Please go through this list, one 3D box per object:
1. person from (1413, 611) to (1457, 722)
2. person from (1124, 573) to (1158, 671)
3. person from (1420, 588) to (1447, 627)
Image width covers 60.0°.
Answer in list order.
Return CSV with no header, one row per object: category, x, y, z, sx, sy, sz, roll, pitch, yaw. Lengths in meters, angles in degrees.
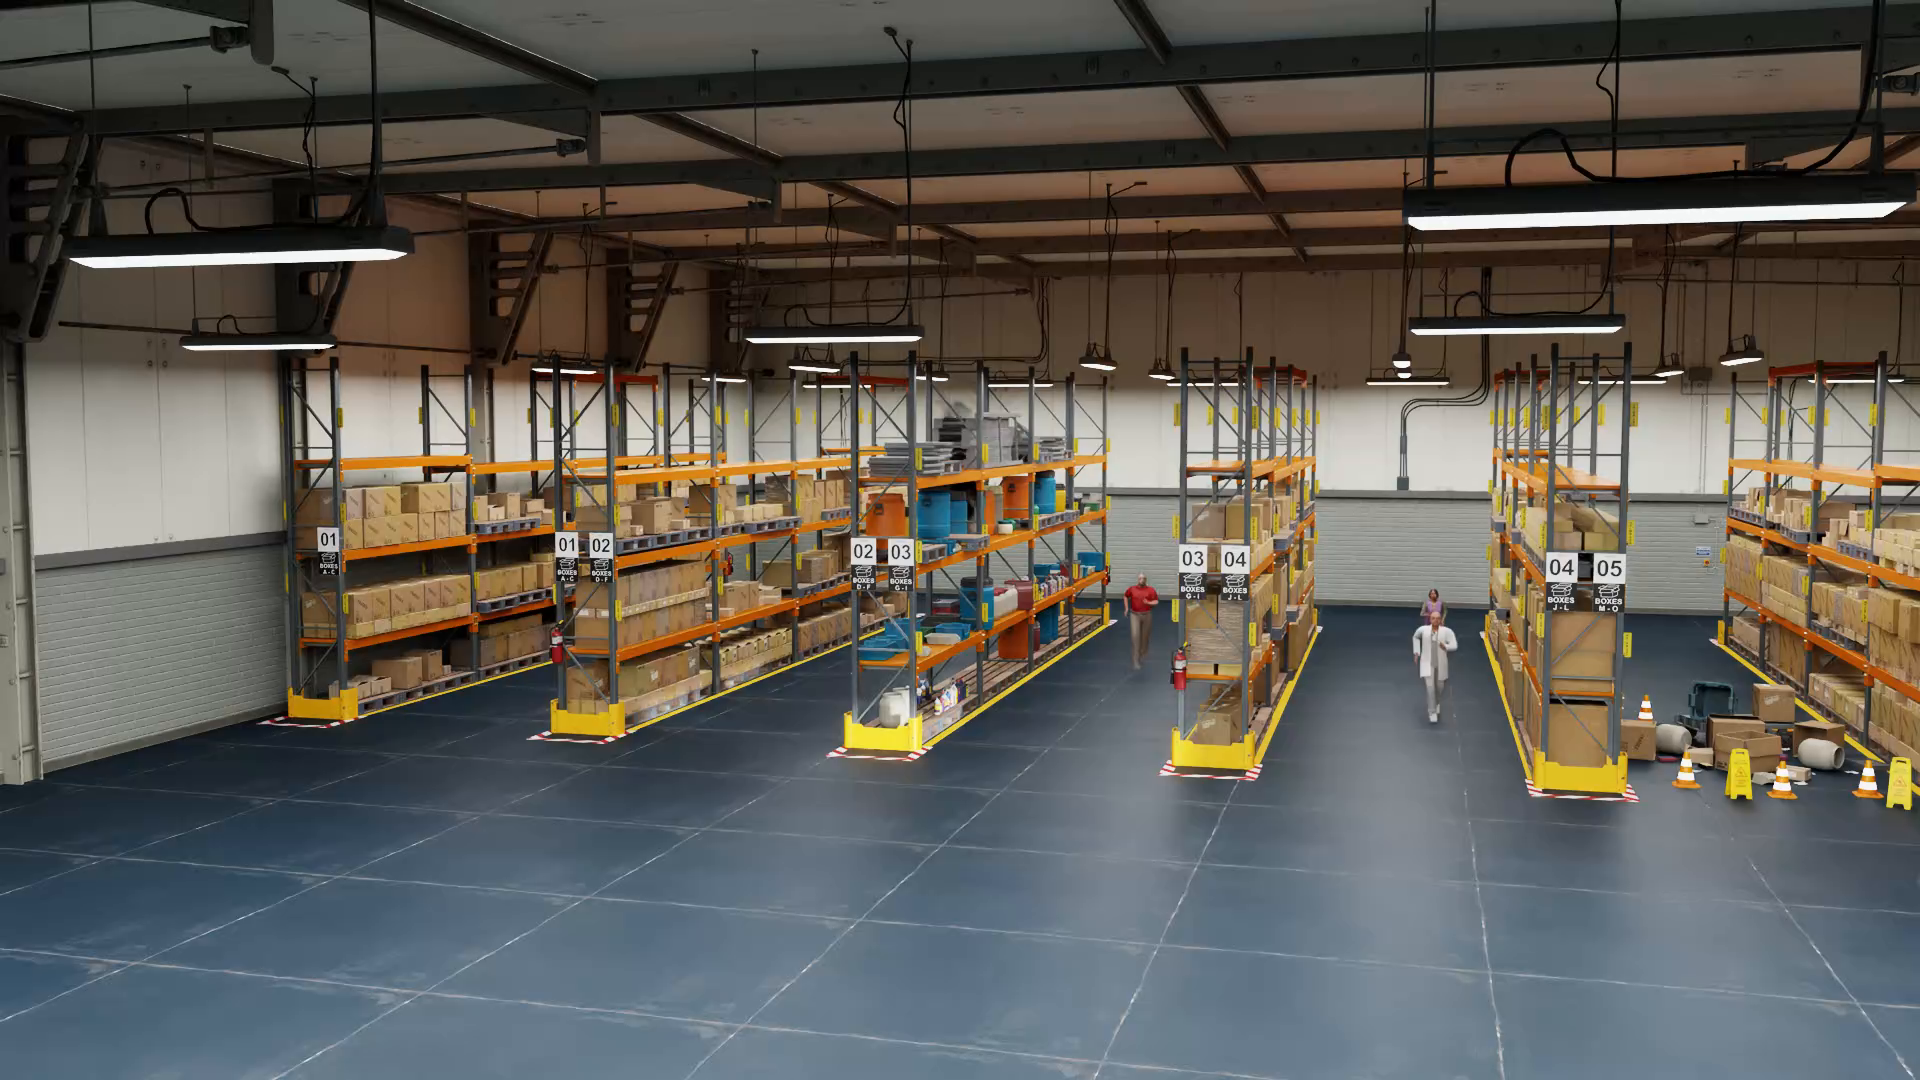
person,7.857,2.059,27.521,0.699,1.771,1.064,1,4,13
person,3.448,1.532,31.630,0.640,1.809,0.755,0,4,1
person,9.381,1.770,32.962,0.517,1.631,0.702,1,4,17
